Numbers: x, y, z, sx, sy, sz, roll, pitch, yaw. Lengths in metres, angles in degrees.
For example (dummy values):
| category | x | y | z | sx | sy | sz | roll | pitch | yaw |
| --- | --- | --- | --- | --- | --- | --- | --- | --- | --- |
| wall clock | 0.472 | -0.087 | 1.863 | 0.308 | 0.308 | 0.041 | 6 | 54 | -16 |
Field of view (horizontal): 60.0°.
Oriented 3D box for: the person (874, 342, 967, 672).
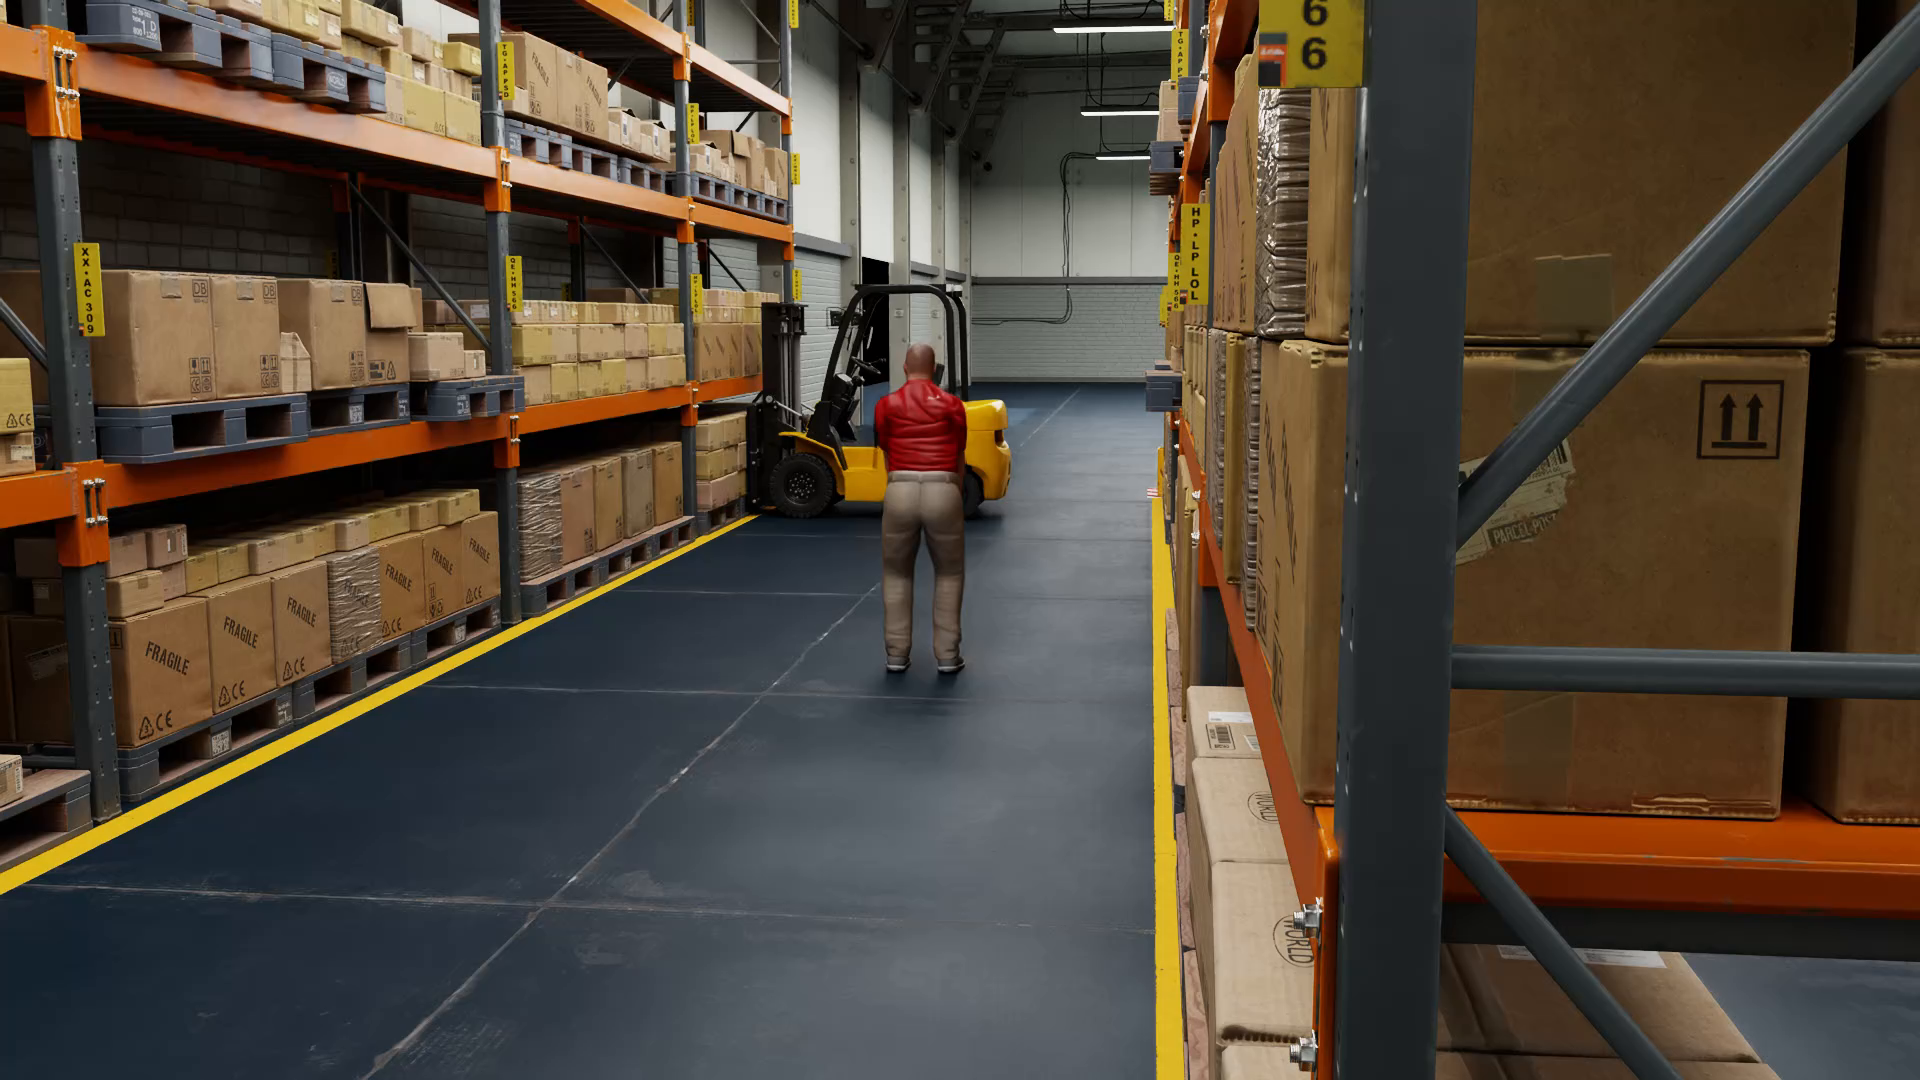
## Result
| category | x | y | z | sx | sy | sz | roll | pitch | yaw |
| --- | --- | --- | --- | --- | --- | --- | --- | --- | --- |
| person | -0.201 | -0.177 | 8.758 | 0.486 | 1.721 | 0.562 | 1 | 8 | 5 |
